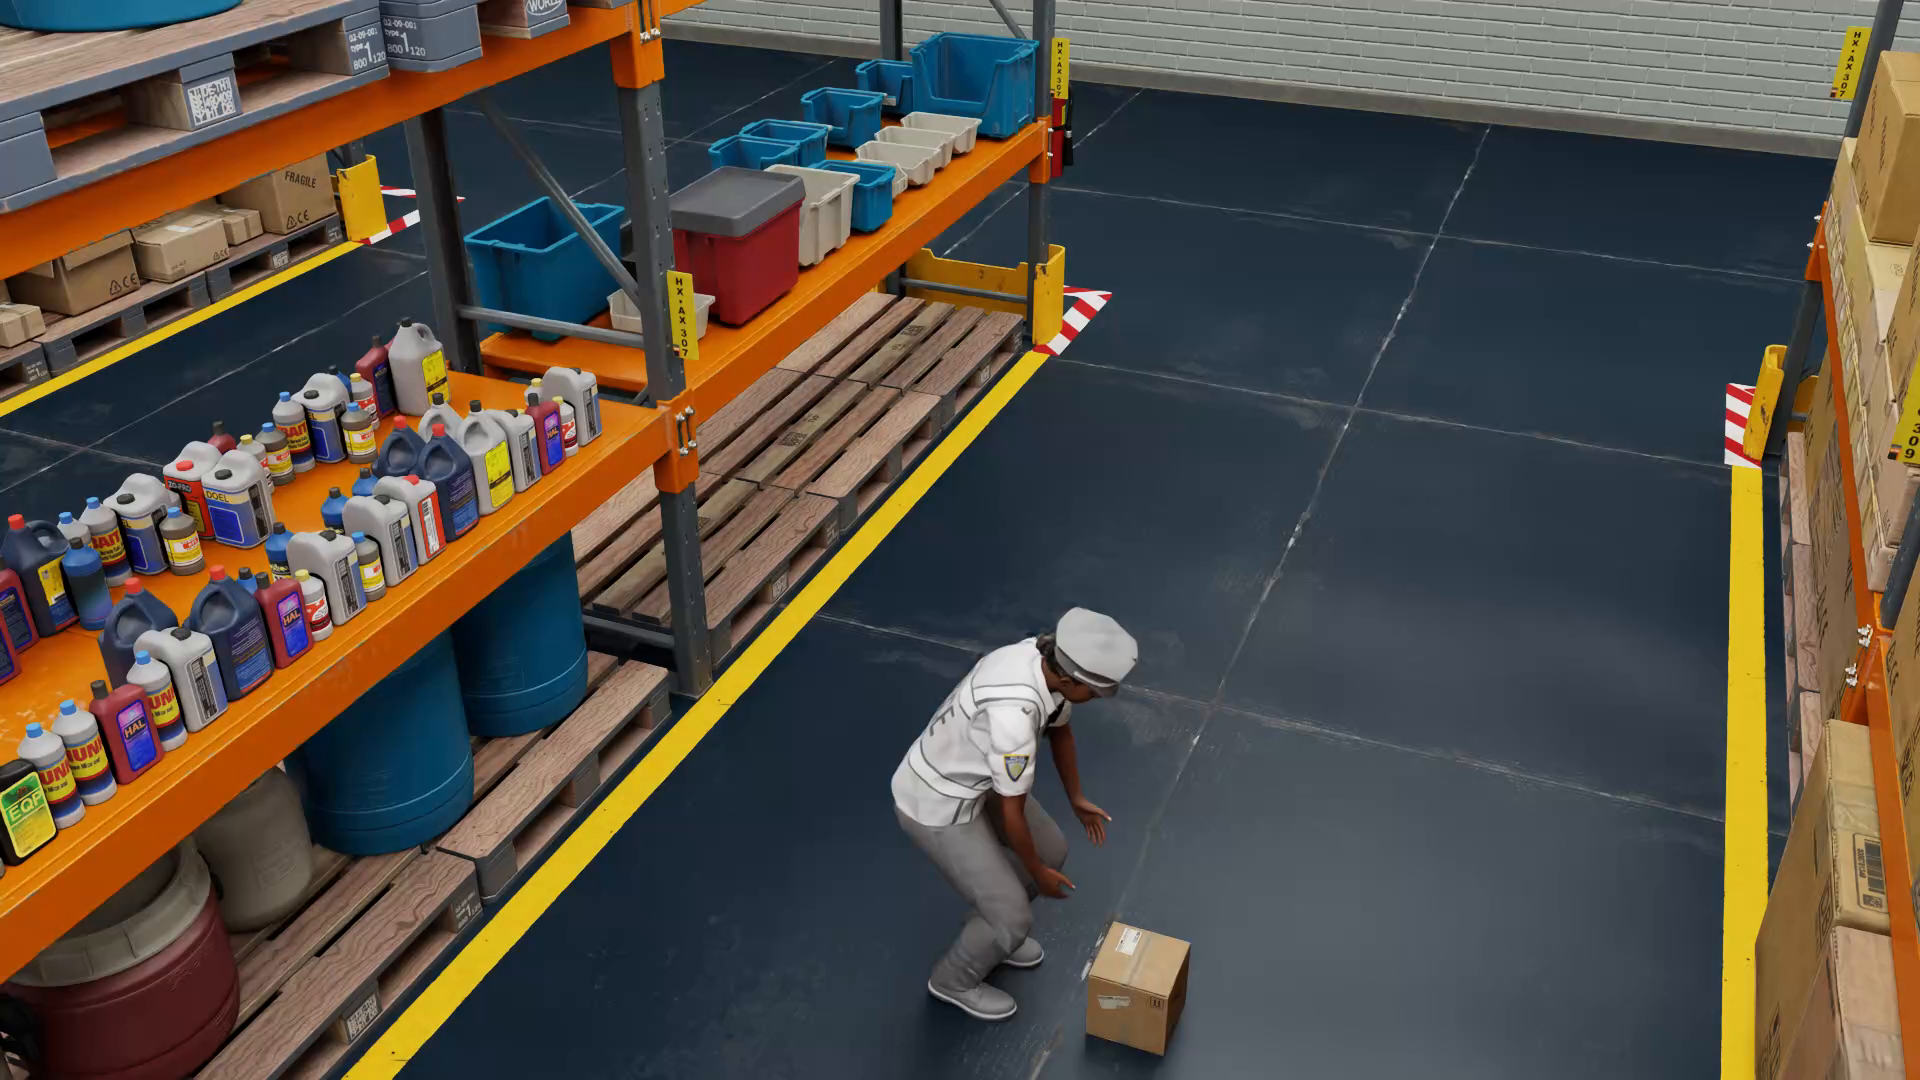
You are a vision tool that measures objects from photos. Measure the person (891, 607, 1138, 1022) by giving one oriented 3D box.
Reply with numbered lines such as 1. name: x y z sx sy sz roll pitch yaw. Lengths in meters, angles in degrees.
1. person: 0.161 0.798 5.024 0.708 1.387 0.496 12 32 19
